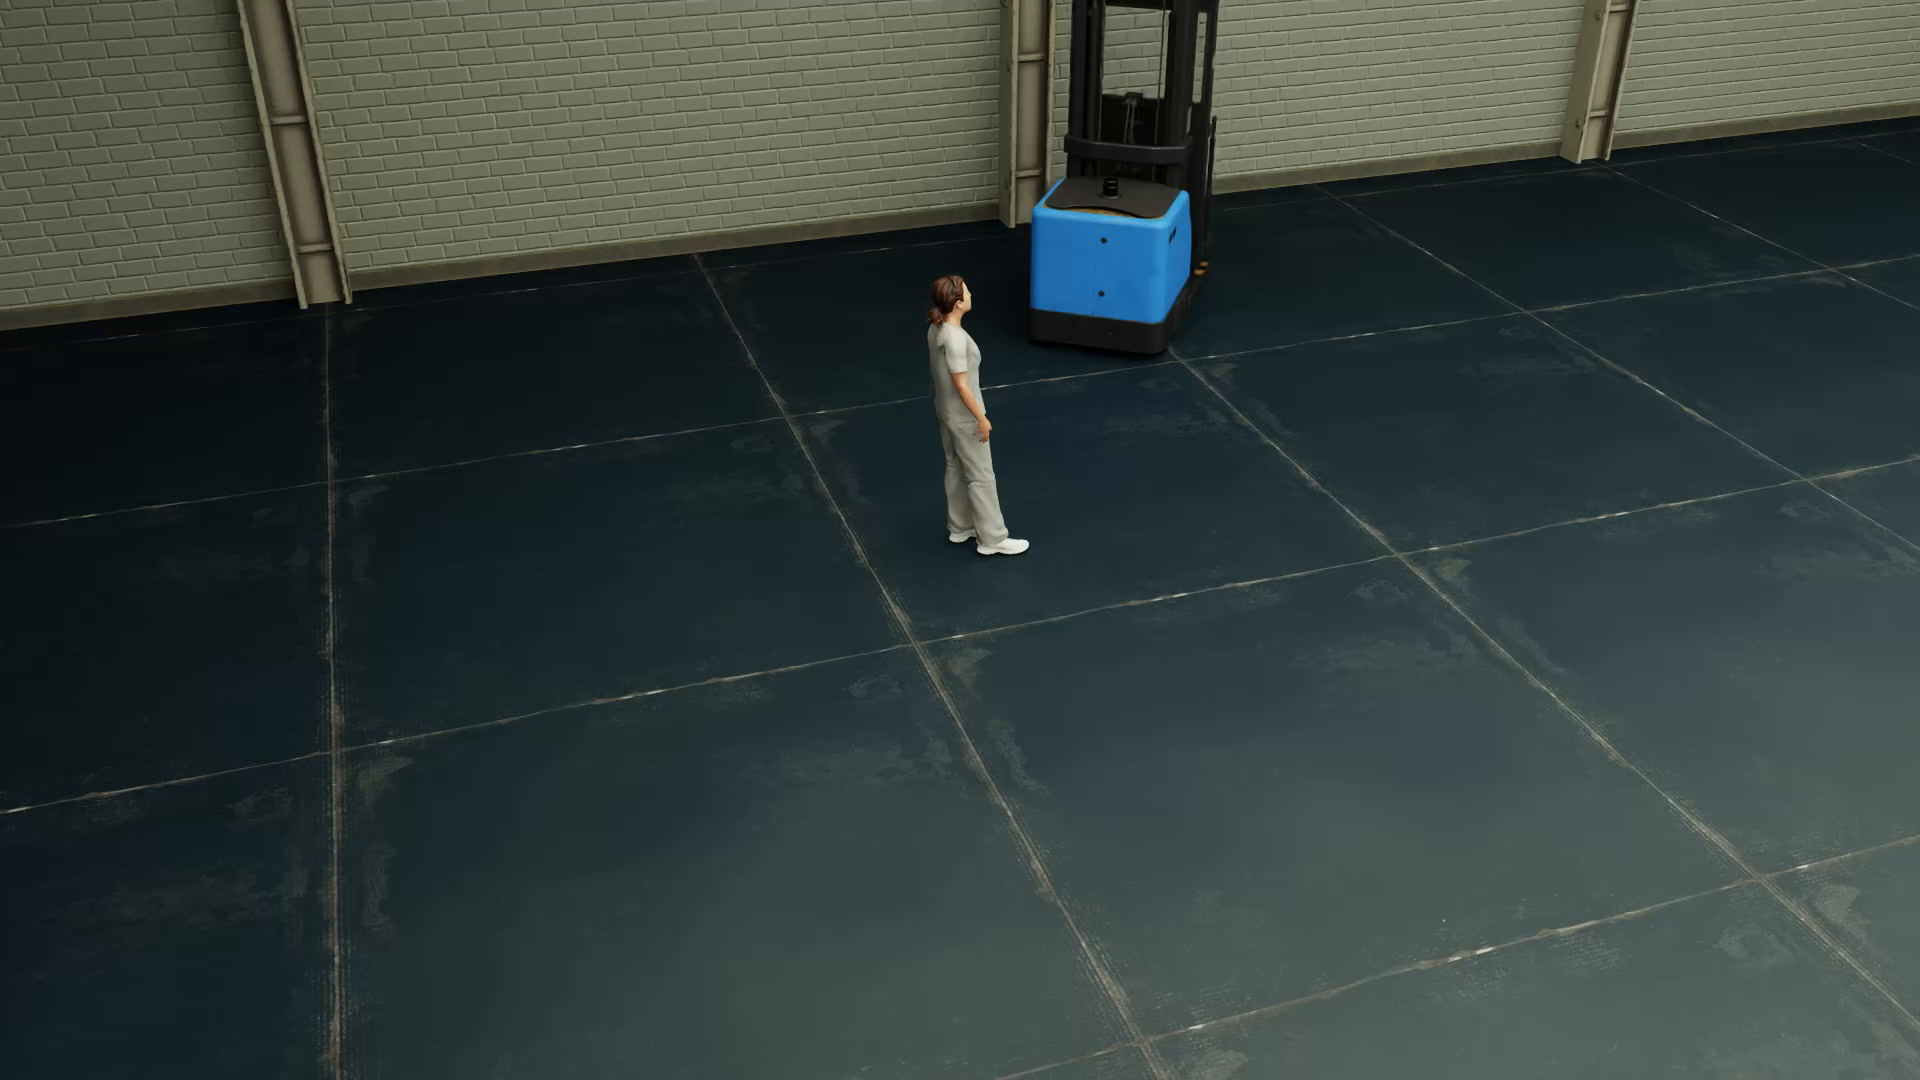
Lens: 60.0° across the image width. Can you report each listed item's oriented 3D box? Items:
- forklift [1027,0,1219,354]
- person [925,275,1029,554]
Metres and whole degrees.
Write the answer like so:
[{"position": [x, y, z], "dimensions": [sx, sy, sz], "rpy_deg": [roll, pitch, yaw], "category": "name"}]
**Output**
[{"position": [1.446, -3.365, 12.935], "dimensions": [1.130, 2.935, 3.031], "rpy_deg": [9, 31, 16], "category": "forklift"}, {"position": [0.075, -0.738, 9.613], "dimensions": [0.548, 1.673, 0.549], "rpy_deg": [-10, 31, -16], "category": "person"}]
